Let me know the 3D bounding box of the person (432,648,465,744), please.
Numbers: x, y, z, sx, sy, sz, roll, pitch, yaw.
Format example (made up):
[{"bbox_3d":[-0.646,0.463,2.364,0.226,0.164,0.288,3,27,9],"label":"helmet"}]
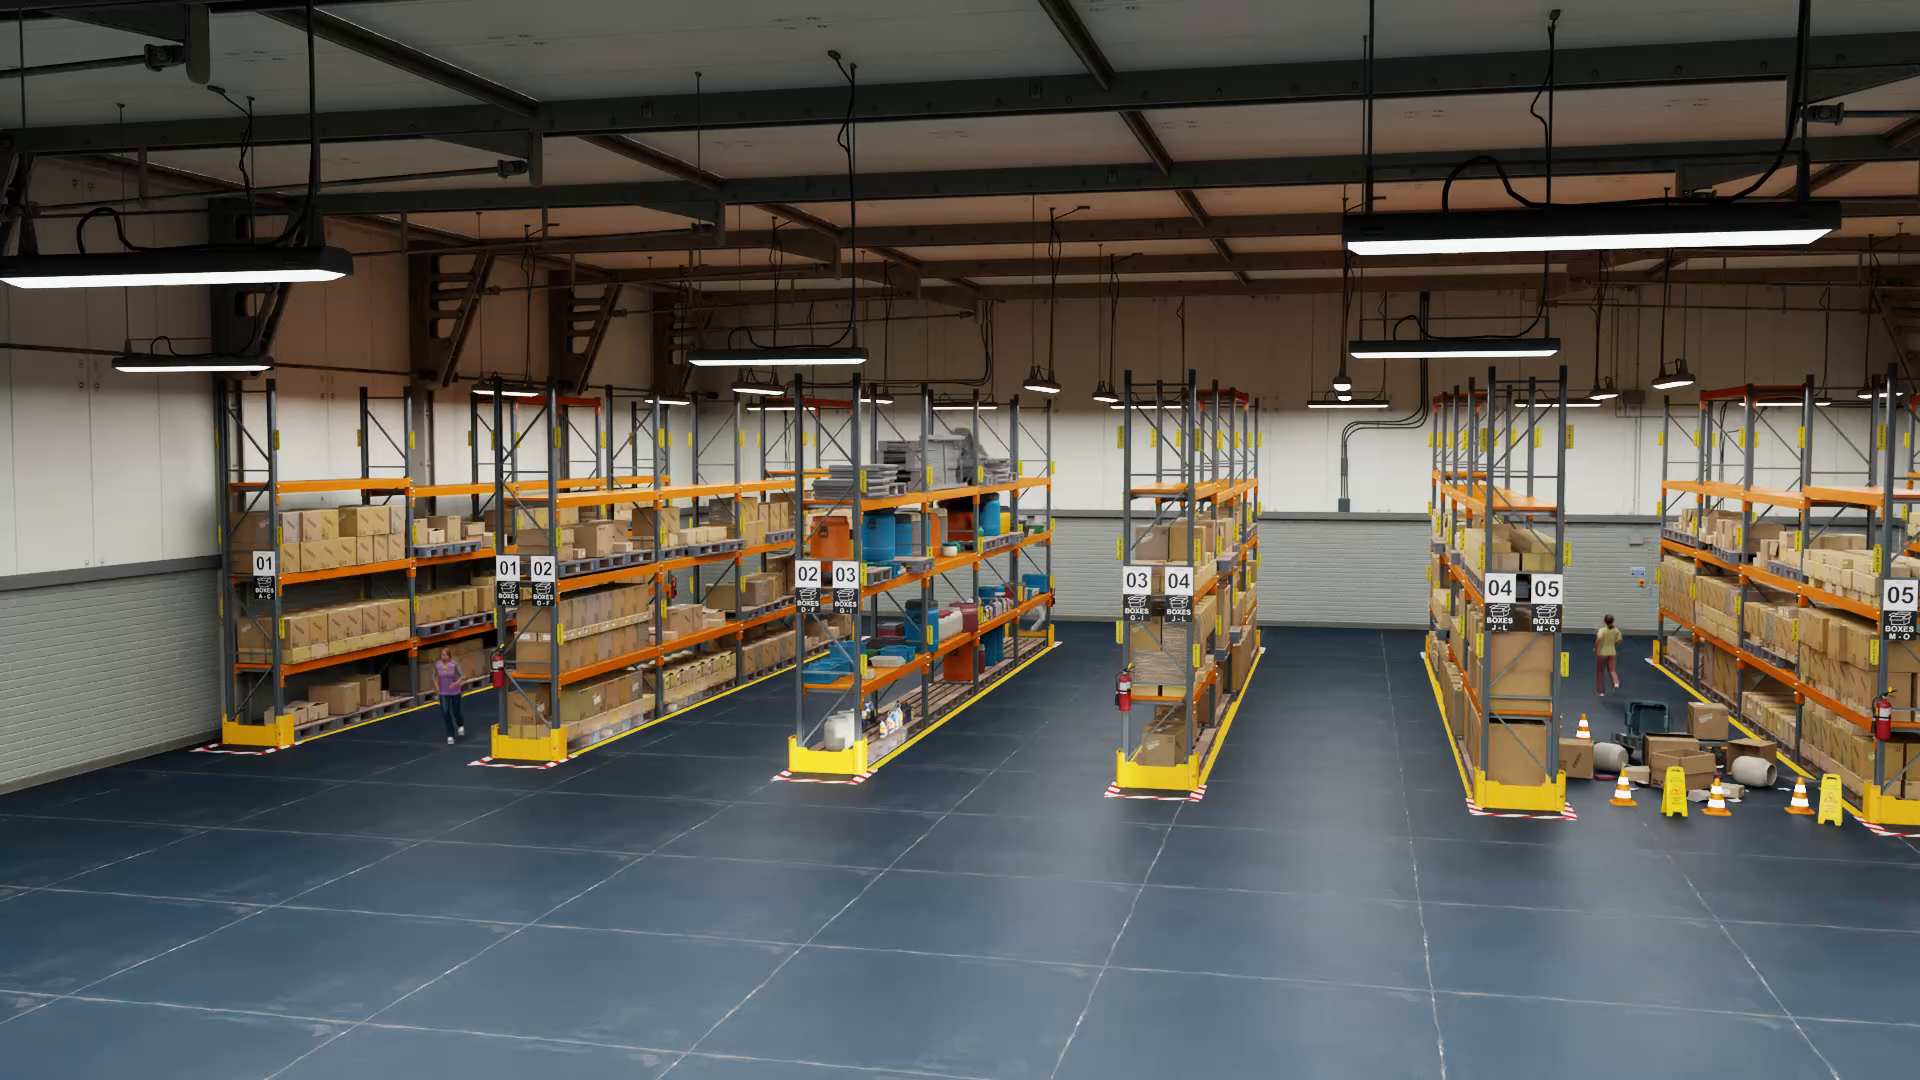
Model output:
[{"bbox_3d":[-8.478,2.551,27.556,0.544,1.570,0.825,-1,3,-11],"label":"person"}]

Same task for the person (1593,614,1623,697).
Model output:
[{"bbox_3d":[12.506,2.243,32.100,0.573,1.644,0.903,0,3,4],"label":"person"}]

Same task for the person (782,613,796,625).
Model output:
[{"bbox_3d":[-4.230,1.550,43.435,0.842,1.708,0.701,2,4,35],"label":"person"}]

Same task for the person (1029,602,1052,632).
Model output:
[{"bbox_3d":[2.024,1.689,41.542,0.498,1.649,0.579,3,4,38],"label":"person"}]
